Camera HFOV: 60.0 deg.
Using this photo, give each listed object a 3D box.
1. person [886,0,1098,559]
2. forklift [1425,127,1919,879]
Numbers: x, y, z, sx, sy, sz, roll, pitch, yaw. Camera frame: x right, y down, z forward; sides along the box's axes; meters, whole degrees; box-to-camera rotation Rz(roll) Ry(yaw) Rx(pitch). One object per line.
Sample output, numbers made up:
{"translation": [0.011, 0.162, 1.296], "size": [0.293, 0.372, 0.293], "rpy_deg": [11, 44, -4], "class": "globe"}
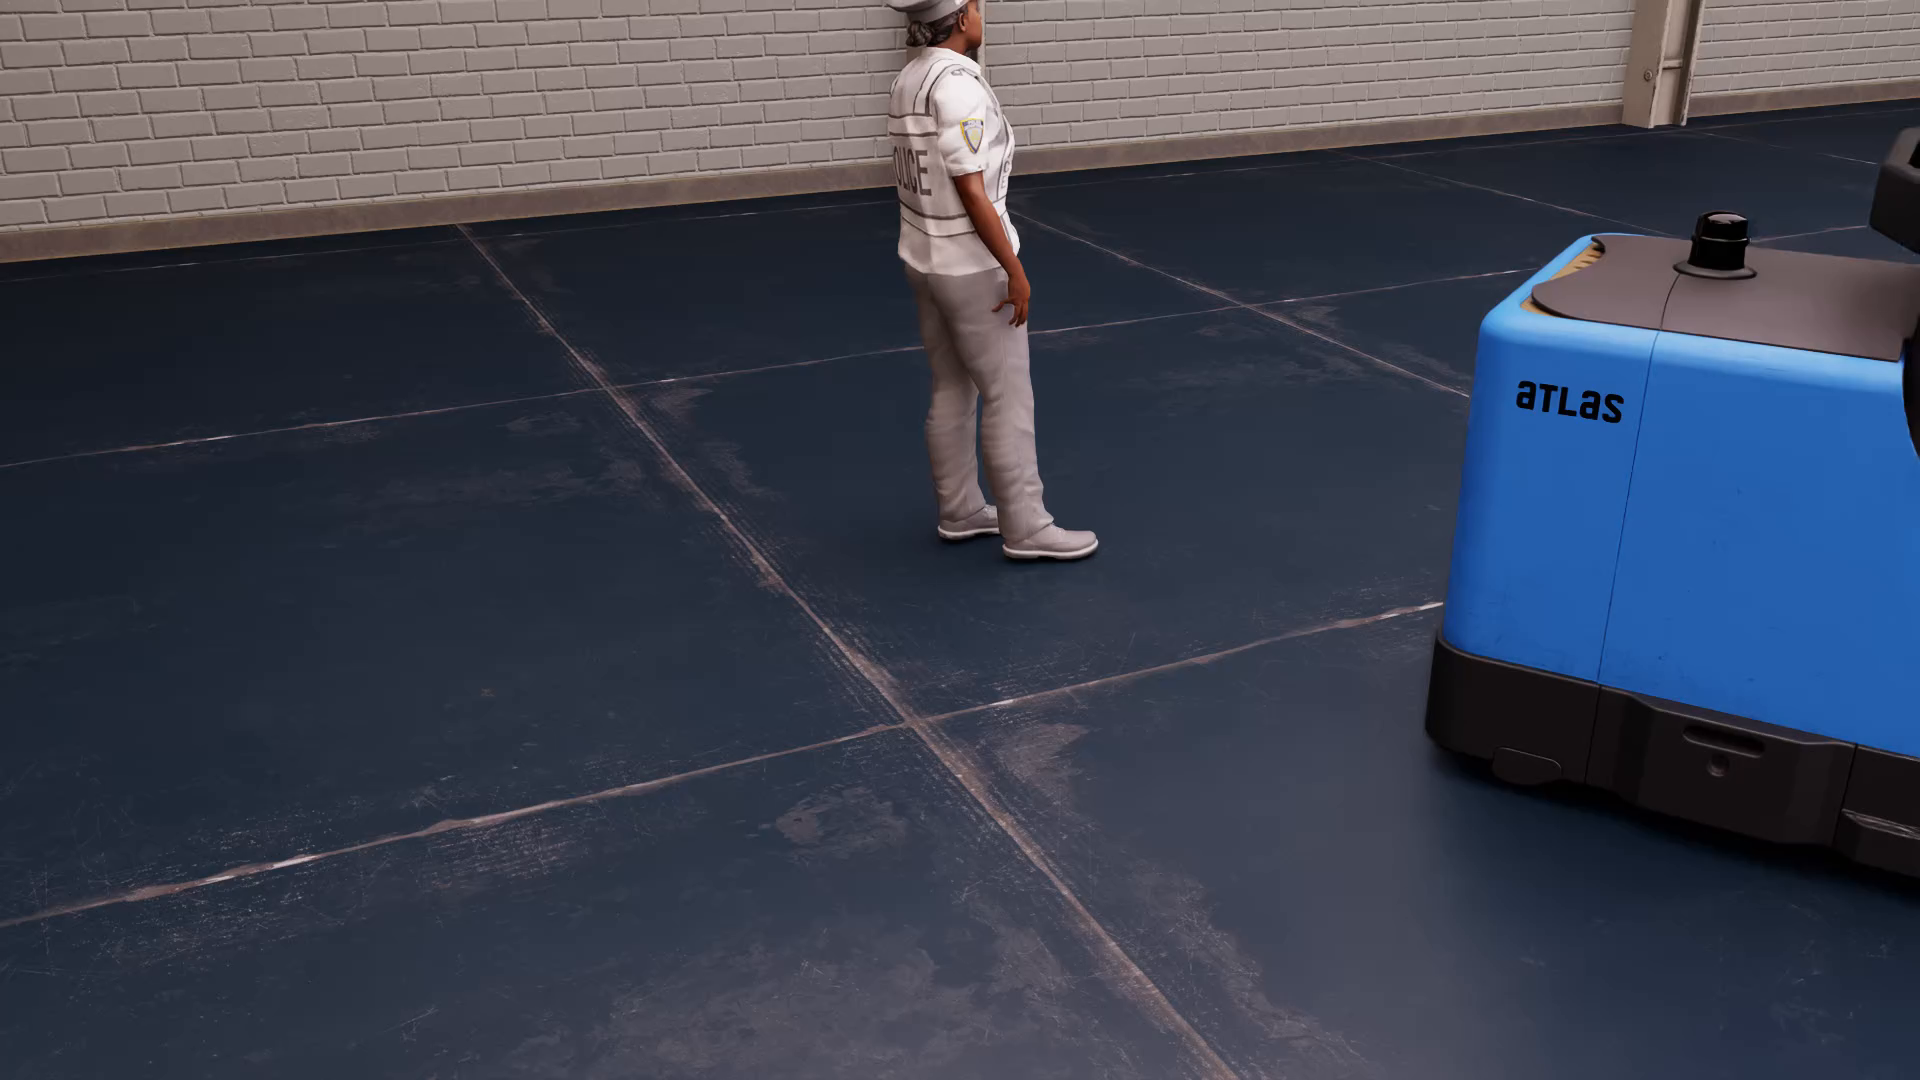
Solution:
{"translation": [0.076, -0.795, 4.792], "size": [0.530, 1.695, 0.570], "rpy_deg": [-10, 25, -23], "class": "person"}
{"translation": [2.606, -0.698, 2.967], "size": [3.031, 2.935, 1.130], "rpy_deg": [13, 26, 29], "class": "forklift"}
